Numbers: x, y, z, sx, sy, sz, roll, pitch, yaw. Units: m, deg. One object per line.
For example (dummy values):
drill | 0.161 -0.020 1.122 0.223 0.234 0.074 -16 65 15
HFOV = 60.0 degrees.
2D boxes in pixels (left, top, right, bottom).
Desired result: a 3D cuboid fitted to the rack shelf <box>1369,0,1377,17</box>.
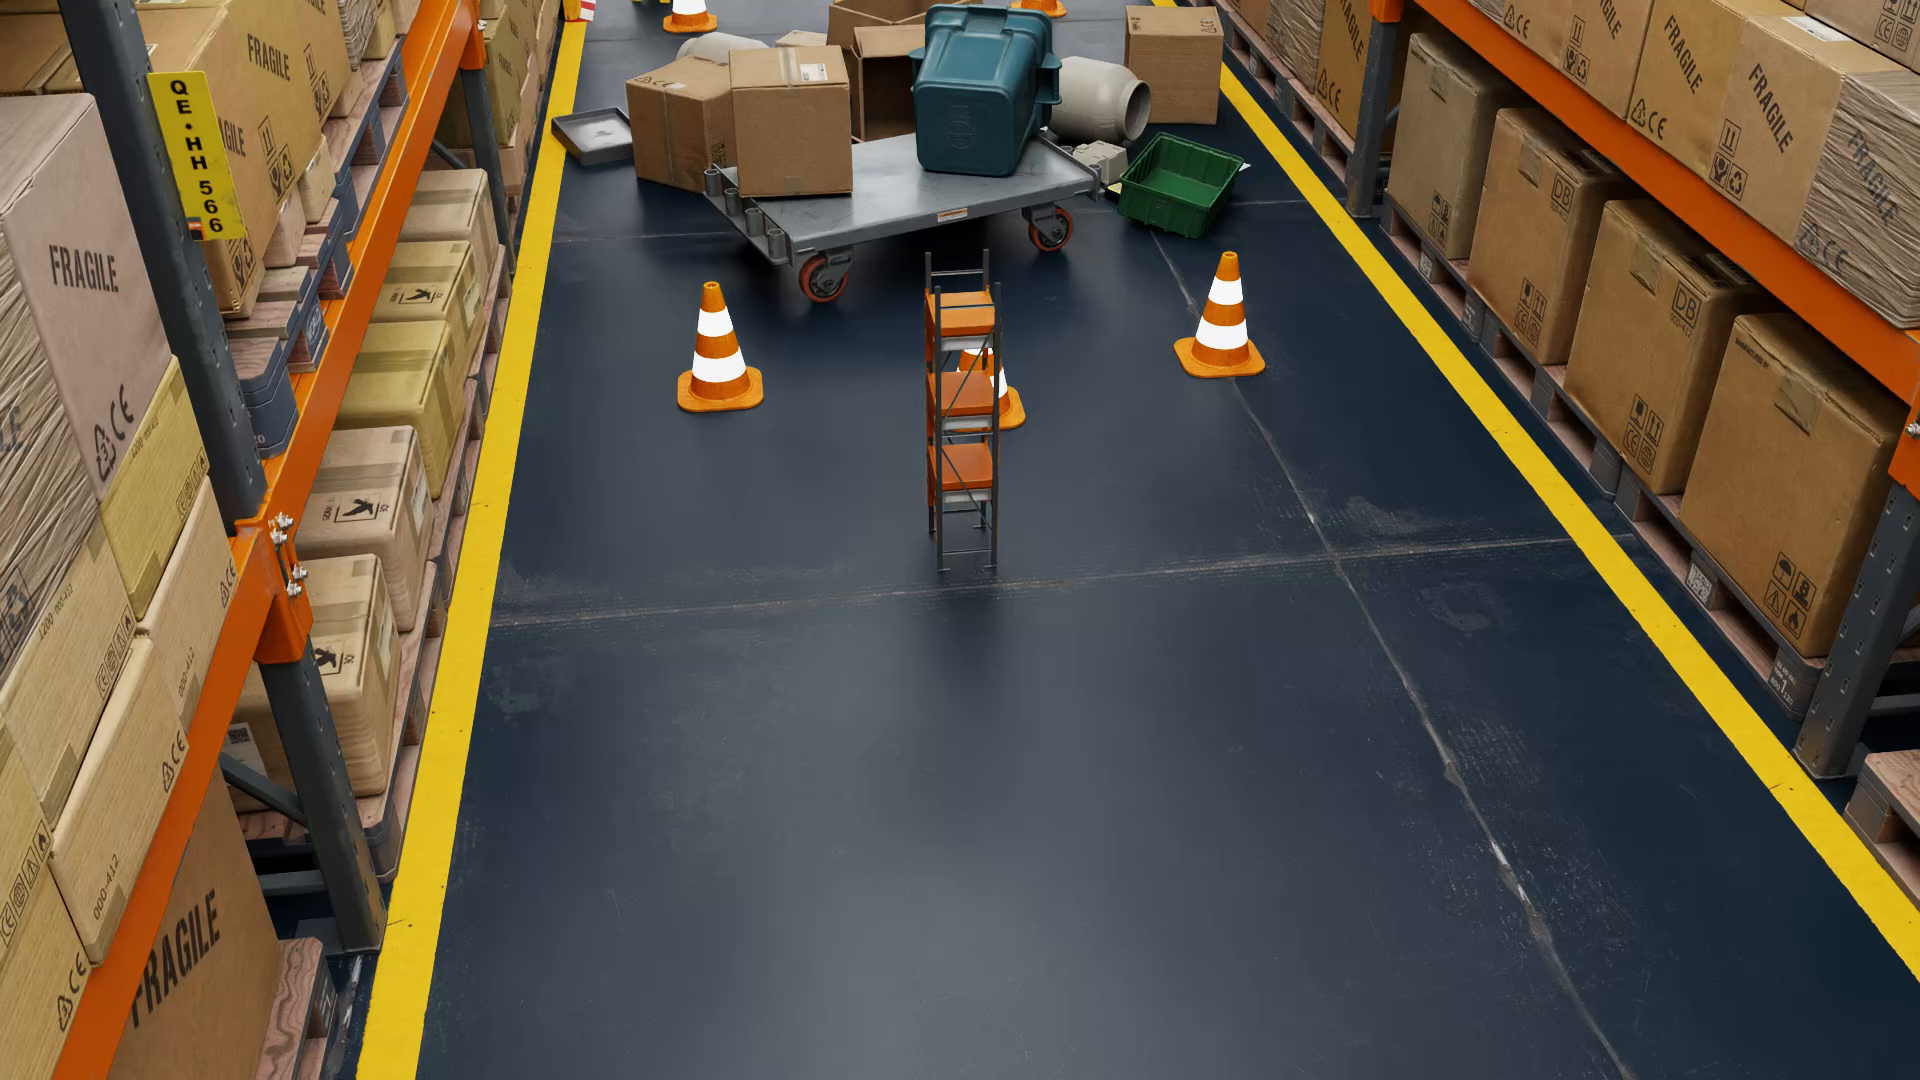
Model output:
rack shelf | 2.113 -3.672 9.114 1.077 0.370 4.000 -4 35 -6

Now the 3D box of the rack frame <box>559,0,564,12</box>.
rack frame | -3.047 -4.654 9.916 1.000 3.000 0.127 -4 35 -6

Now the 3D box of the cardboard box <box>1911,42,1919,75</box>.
cardboard box | 2.870 -1.327 4.057 0.700 0.500 0.500 -5 35 -7

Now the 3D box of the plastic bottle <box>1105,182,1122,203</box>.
plastic bottle | 0.850 -1.679 8.160 0.133 0.061 0.283 -24 41 -30

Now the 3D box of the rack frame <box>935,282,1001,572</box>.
rack frame | 0.024 -0.336 5.311 0.200 1.050 0.008 -4 35 -6

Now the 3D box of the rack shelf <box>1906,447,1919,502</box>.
rack shelf | 3.189 0.792 2.563 1.077 0.370 4.000 -4 35 -6

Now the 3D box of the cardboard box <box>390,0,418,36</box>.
cardboard box | -2.040 -1.794 5.569 0.380 0.149 0.250 -4 34 -6

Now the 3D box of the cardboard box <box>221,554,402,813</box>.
cardboard box | -2.037 0.406 4.451 0.950 0.372 0.625 -7 35 -10

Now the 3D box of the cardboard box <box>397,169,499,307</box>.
cardboard box | -2.436 -1.217 6.833 0.950 0.372 0.625 -4 34 -6

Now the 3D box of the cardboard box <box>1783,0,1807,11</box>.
cardboard box | 2.729 -1.895 4.891 0.700 0.500 0.500 -5 35 -7

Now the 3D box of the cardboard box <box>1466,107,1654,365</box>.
cardboard box | 2.681 -1.219 6.500 1.050 0.750 0.750 -4 35 -6

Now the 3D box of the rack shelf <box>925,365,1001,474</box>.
rack shelf | 0.007 -0.395 5.416 0.215 0.259 0.240 -4 35 -6

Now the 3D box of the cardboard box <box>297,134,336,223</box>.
cardboard box | -1.843 -0.927 4.297 0.380 0.149 0.250 -4 34 -6

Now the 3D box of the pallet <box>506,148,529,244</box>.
pallet | -2.634 -1.642 7.972 1.003 0.211 1.213 -4 35 -6

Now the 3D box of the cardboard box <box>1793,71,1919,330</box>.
cardboard box | 2.594 -0.894 4.309 0.500 0.500 0.500 -4 35 -6

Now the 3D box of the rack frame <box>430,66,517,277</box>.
rack frame | -2.509 -2.422 6.641 1.000 3.000 0.127 -4 35 -6

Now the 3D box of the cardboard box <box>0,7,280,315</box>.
cardboard box | -1.802 -0.797 3.529 0.500 0.500 0.500 -5 35 -8

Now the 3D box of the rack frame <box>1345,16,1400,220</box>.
rack frame | 2.382 -2.854 7.274 1.000 3.000 0.127 -4 35 -6

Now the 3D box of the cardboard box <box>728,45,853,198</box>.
cardboard box | -0.749 -1.854 7.354 0.500 0.500 0.500 -4 35 -6

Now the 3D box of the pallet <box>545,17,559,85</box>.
pallet | -2.963 -3.004 9.970 1.003 0.211 1.213 -4 35 -6

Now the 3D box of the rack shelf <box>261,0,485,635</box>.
rack shelf | -2.240 -1.009 5.206 1.077 0.370 4.000 -4 35 -6

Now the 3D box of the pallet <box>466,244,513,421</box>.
pallet | -2.403 -0.836 6.789 1.003 0.211 1.213 -4 35 -6

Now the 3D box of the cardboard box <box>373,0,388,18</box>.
cardboard box | -2.088 -1.955 5.229 0.500 0.500 0.500 -3 34 -5

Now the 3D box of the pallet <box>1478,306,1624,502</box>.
pallet | 2.728 -0.594 6.434 1.003 0.211 1.213 -4 35 -6

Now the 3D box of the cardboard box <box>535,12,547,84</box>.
cardboard box | -2.534 -2.680 9.087 0.500 0.250 0.500 -6 35 -8

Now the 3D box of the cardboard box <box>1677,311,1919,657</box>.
cardboard box | 2.928 -0.212 5.022 1.050 0.750 0.750 -5 35 -7

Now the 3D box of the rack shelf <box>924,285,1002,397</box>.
rack shelf | 0.007 -0.630 5.257 0.215 0.259 0.240 -4 35 -6

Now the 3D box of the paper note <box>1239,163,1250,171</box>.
paper note | 1.395 -1.934 8.560 0.142 0.020 0.147 27 43 34

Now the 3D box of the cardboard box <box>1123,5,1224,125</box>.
cardboard box | 1.157 -2.610 9.134 0.500 0.500 0.500 1 34 2

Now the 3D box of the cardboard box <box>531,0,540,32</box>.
cardboard box | -2.546 -3.001 8.893 0.500 0.500 0.500 -5 35 -7

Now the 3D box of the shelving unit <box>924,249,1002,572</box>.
shelving unit | 0.007 -0.404 5.411 0.215 1.050 0.252 -4 35 -6

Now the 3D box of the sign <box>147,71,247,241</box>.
sign | -1.421 -0.712 3.104 0.100 0.325 0.005 -4 35 -6

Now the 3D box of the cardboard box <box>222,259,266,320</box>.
cardboard box | -1.835 -0.616 3.840 0.380 0.149 0.250 -6 35 -9

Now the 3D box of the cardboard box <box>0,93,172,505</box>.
cardboard box | -1.642 -0.376 2.661 0.500 0.500 0.500 -5 35 -8

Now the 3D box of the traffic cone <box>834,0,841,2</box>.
traffic cone | -0.657 -3.738 10.824 0.336 0.463 0.334 -4 35 -6

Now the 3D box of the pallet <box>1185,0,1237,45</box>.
pallet | 2.030 -3.493 10.688 1.003 0.211 1.213 -4 35 -6

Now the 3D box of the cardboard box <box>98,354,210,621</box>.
cardboard box | -1.654 -0.084 2.898 0.500 0.250 0.500 -4 35 -7

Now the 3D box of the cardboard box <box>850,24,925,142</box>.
cardboard box | -0.168 -2.369 8.659 0.797 0.637 0.503 -4 35 -6

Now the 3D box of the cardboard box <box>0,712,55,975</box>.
cardboard box | -1.492 0.486 2.062 0.500 0.250 0.500 -5 35 -8

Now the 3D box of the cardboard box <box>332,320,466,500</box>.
cardboard box | -2.241 -0.429 5.676 0.950 0.372 0.625 -3 34 -5

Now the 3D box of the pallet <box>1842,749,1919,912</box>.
pallet | 3.024 0.967 4.144 1.003 0.211 1.213 -4 35 -6

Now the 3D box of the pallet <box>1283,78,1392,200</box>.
pallet | 2.358 -2.132 8.690 1.003 0.211 1.213 -4 35 -6

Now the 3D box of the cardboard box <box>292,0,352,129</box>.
cardboard box | -1.957 -1.383 4.389 0.500 0.500 0.500 -4 34 -6

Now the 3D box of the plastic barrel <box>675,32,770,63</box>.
plastic barrel | -1.269 -2.552 9.119 0.512 0.421 0.421 20 39 26

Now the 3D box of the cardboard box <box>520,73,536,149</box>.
cardboard box | -2.404 -2.106 8.246 0.500 0.250 0.500 -3 34 -4

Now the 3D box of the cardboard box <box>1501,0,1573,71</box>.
cardboard box | 2.320 -2.020 5.962 0.500 0.500 0.500 -5 35 -7

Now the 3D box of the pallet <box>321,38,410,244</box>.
pallet | -2.278 -1.212 5.036 1.003 0.211 1.213 -4 35 -6

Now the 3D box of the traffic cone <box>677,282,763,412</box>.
traffic cone | -0.955 -0.788 6.495 0.336 0.463 0.334 -4 35 -6

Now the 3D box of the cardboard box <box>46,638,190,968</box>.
cardboard box | -1.561 0.418 2.606 0.500 0.250 0.500 -4 34 -6

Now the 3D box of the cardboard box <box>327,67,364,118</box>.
cardboard box | -2.000 -1.361 4.934 0.380 0.149 0.250 -3 34 -5

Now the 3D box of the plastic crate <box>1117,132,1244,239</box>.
plastic crate | 1.061 -1.713 8.046 0.450 0.188 0.662 21 39 12

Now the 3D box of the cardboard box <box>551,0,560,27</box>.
cardboard box | -2.668 -3.248 9.921 0.500 0.250 0.500 -5 35 -7

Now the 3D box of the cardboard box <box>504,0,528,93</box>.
cardboard box | -2.404 -2.417 8.036 0.500 0.500 0.500 -3 34 -4

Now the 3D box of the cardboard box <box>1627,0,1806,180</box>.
cardboard box | 2.461 -1.451 5.127 0.500 0.500 0.500 -5 35 -7

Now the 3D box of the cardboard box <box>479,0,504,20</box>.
cardboard box | -2.278 -2.462 7.525 0.380 0.149 0.250 -4 34 -6

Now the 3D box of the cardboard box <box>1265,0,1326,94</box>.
cardboard box | 2.242 -3.008 9.014 0.875 0.875 0.875 -4 34 -6

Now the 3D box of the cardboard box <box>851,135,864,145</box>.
cardboard box | -0.492 -1.910 8.316 0.396 0.266 0.258 27 43 34

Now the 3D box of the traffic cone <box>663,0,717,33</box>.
traffic cone | -1.711 -3.464 10.422 0.336 0.463 0.334 -4 35 -6

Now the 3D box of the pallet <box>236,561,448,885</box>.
pallet | -2.075 0.526 4.791 1.003 0.211 1.213 -4 35 -6
